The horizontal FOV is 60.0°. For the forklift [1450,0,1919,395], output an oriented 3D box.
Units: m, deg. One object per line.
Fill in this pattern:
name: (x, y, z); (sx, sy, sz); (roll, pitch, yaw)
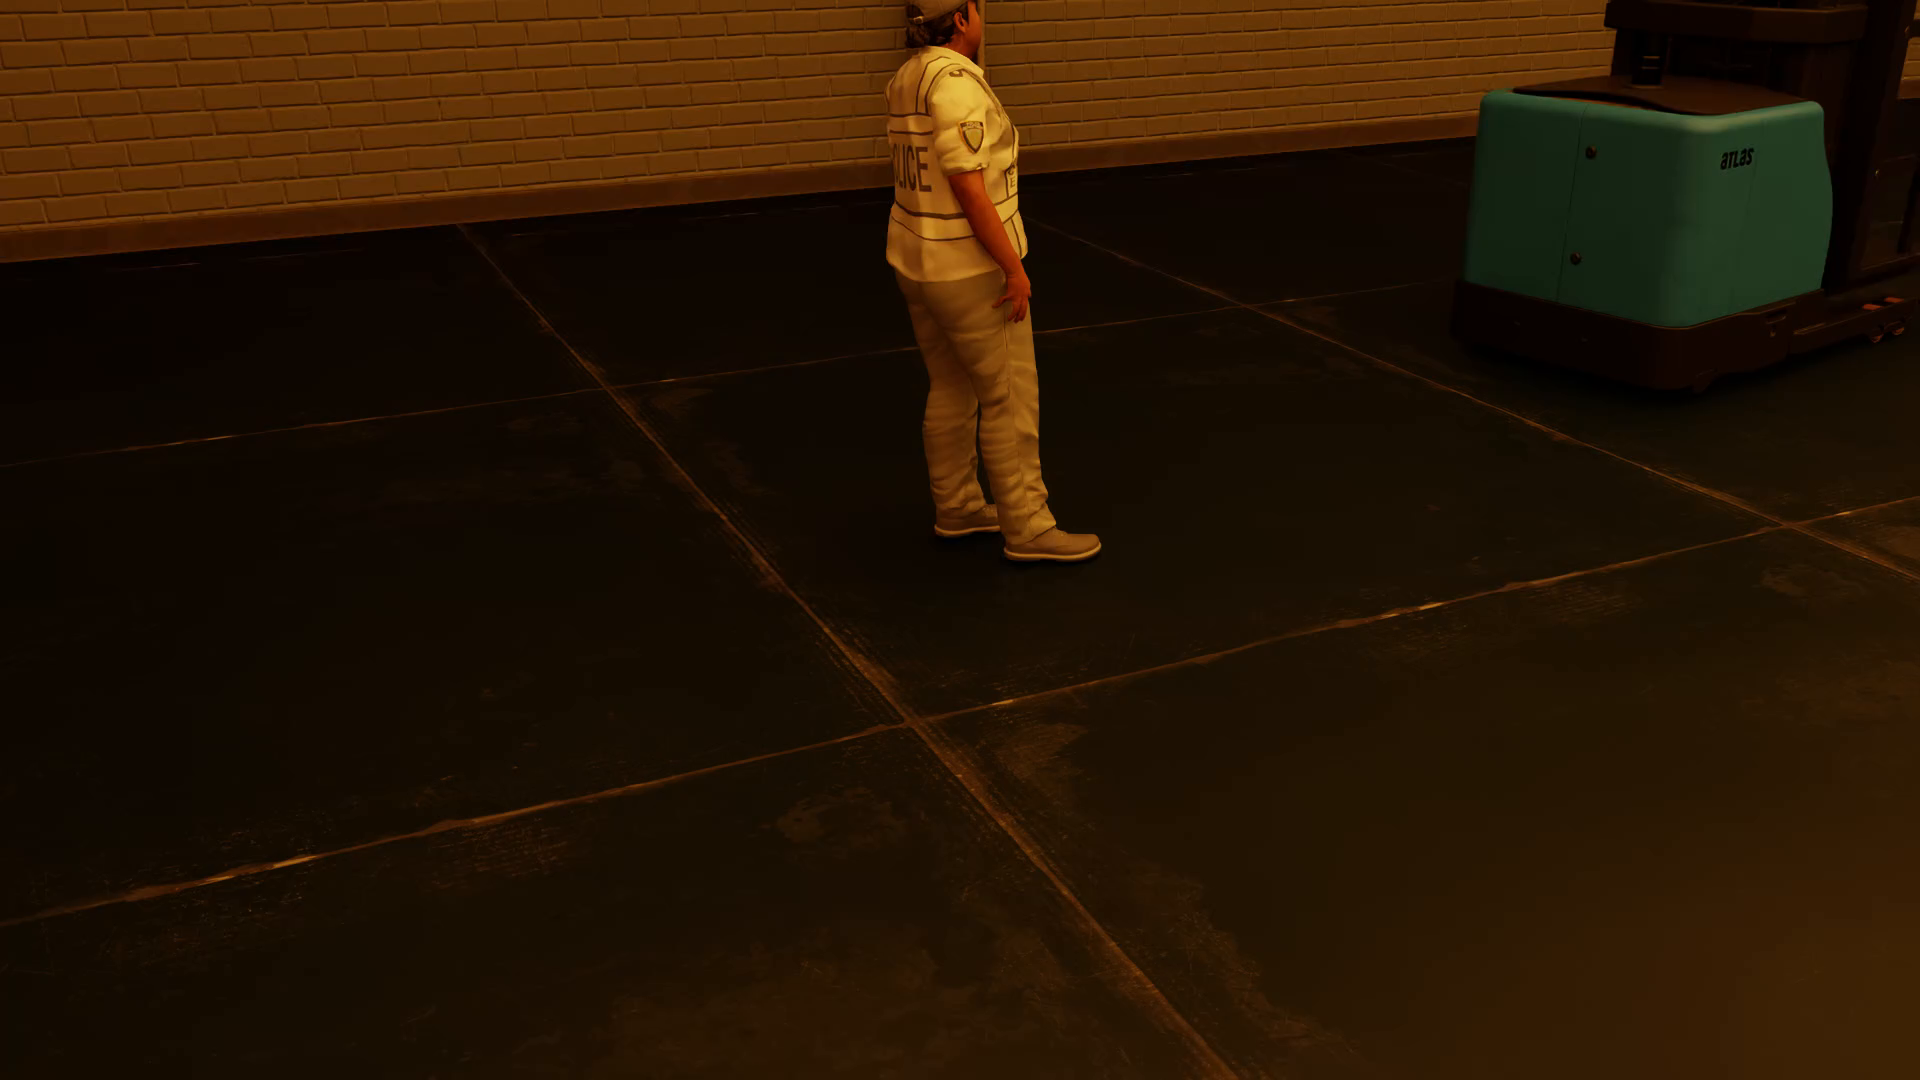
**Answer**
forklift: (3.544, -2.346, 6.934); (3.031, 2.935, 1.130); (-16, 28, -34)

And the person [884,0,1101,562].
person: (0.079, -0.780, 4.795); (0.529, 1.670, 0.598); (-10, 25, -23)
